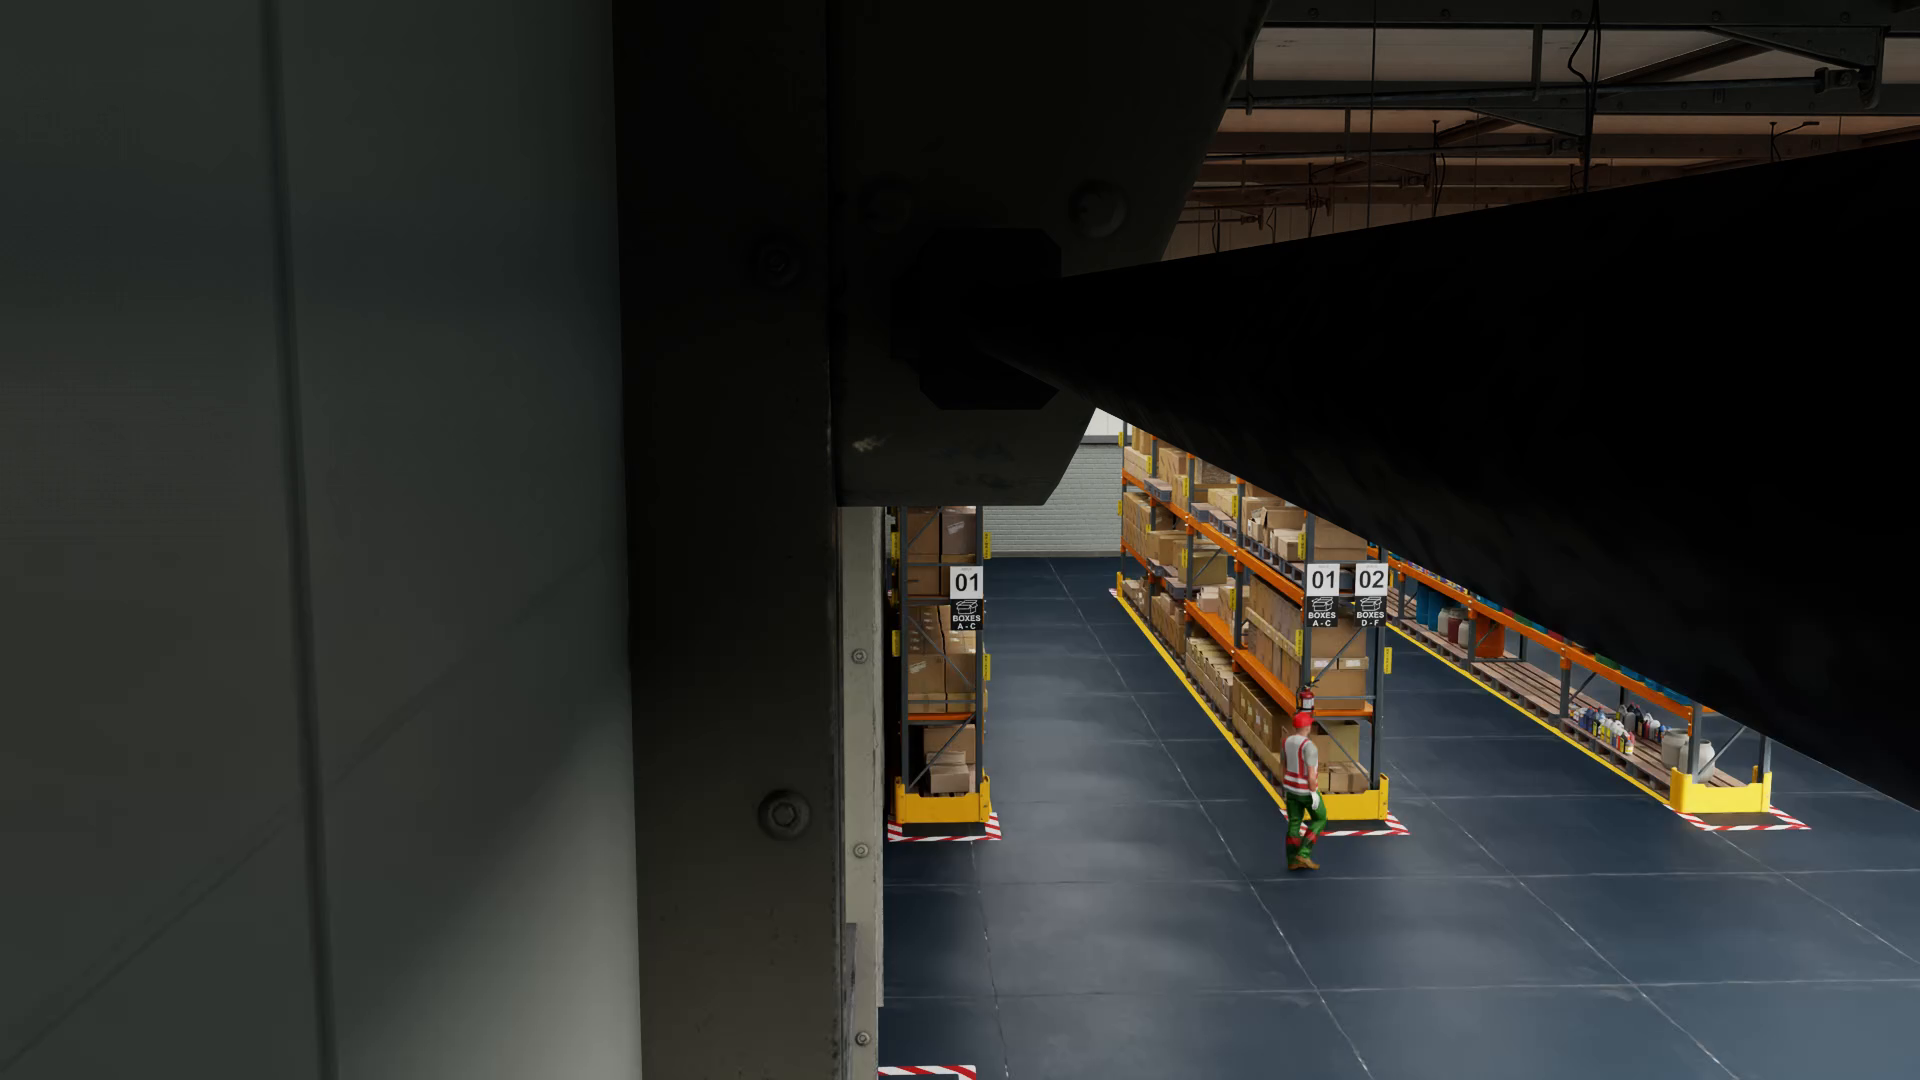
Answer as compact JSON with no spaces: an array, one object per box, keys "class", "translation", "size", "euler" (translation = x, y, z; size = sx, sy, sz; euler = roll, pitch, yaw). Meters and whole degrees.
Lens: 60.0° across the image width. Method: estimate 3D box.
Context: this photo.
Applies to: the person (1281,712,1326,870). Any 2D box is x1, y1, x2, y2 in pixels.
[{"class":"person","translation":[3.865,2.820,18.753],"size":[0.425,1.786,0.573],"euler":[-5,10,-34]}]
